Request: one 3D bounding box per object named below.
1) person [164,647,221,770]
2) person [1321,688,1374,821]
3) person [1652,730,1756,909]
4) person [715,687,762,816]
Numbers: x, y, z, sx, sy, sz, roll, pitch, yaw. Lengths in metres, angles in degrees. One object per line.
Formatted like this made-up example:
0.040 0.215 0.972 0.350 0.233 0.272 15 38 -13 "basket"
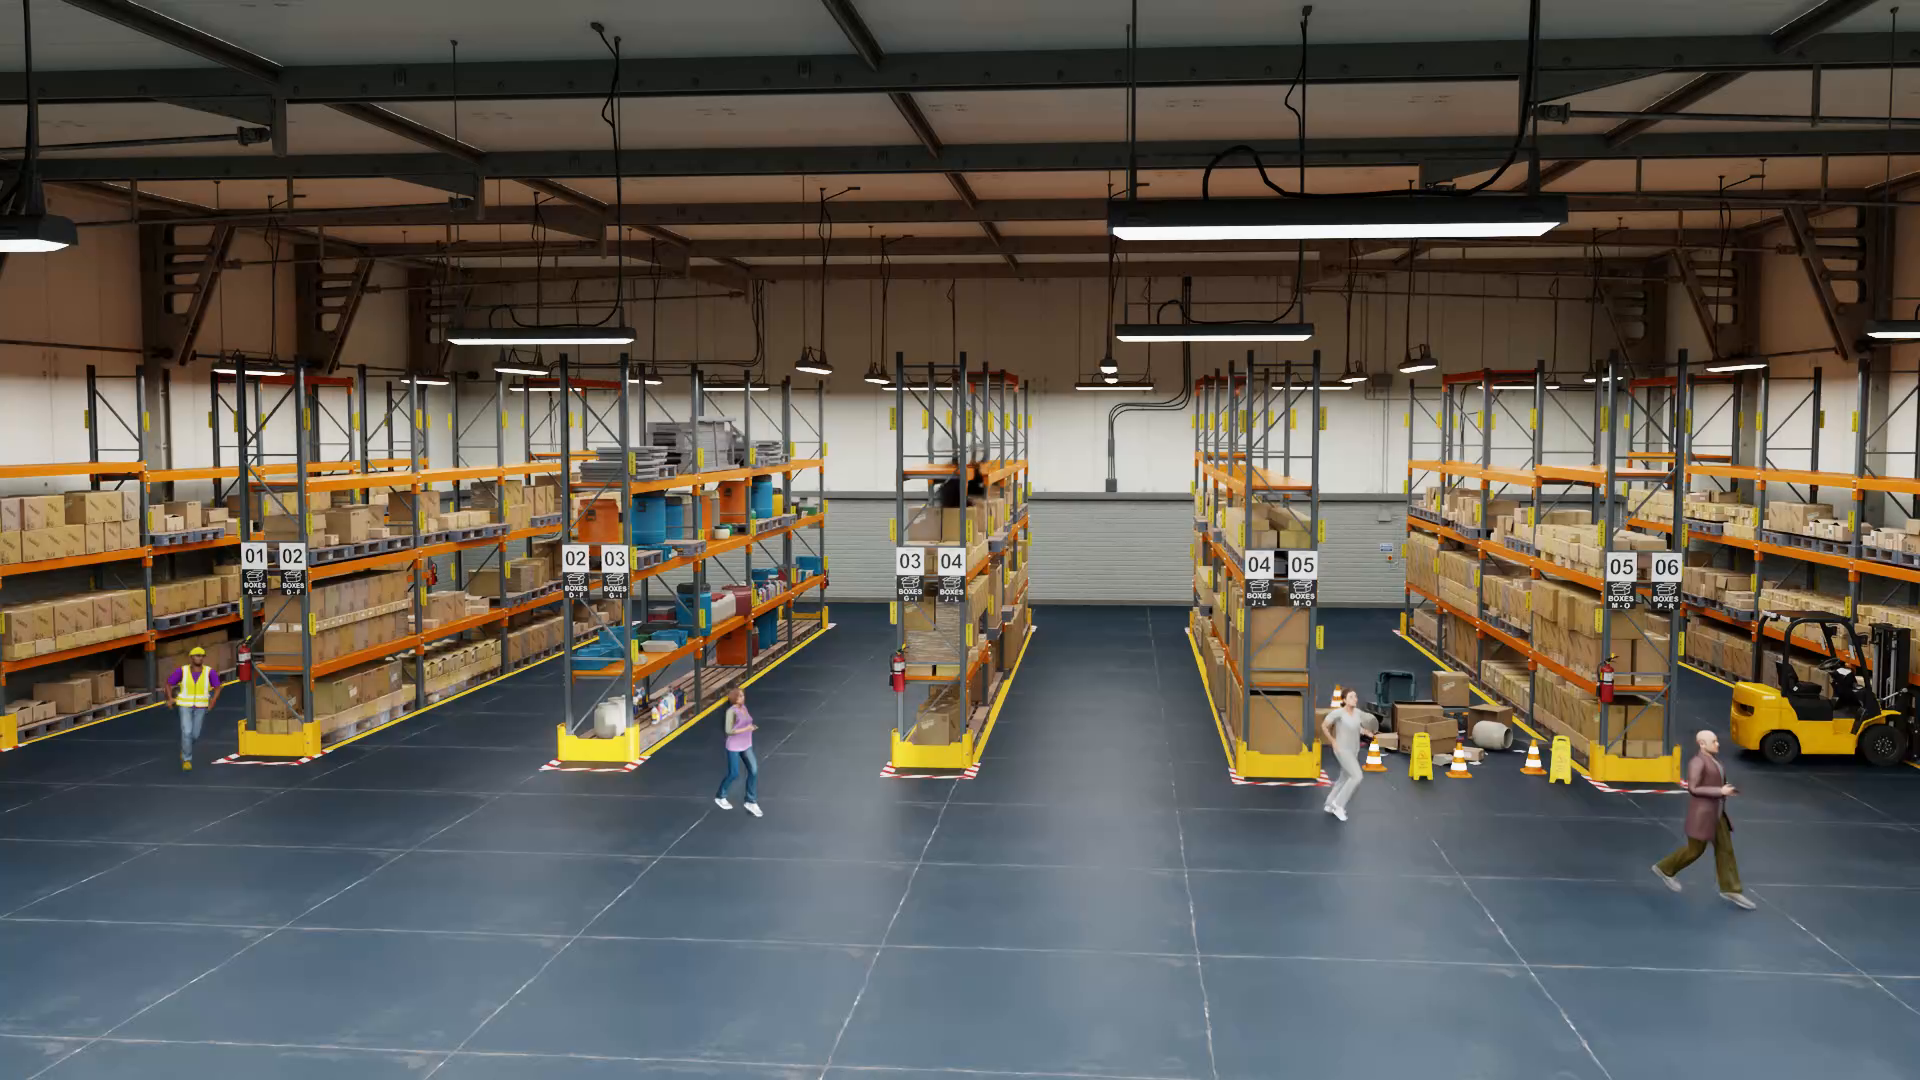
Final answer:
-11.159 2.427 24.227 0.749 1.736 0.715 -3 5 -32 "person"
4.897 2.691 20.942 0.540 1.673 0.669 -3 5 -37 "person"
7.733 2.864 17.265 0.705 1.788 1.040 -4 5 -41 "person"
-2.830 2.684 21.179 0.702 1.631 0.516 3 5 33 "person"
